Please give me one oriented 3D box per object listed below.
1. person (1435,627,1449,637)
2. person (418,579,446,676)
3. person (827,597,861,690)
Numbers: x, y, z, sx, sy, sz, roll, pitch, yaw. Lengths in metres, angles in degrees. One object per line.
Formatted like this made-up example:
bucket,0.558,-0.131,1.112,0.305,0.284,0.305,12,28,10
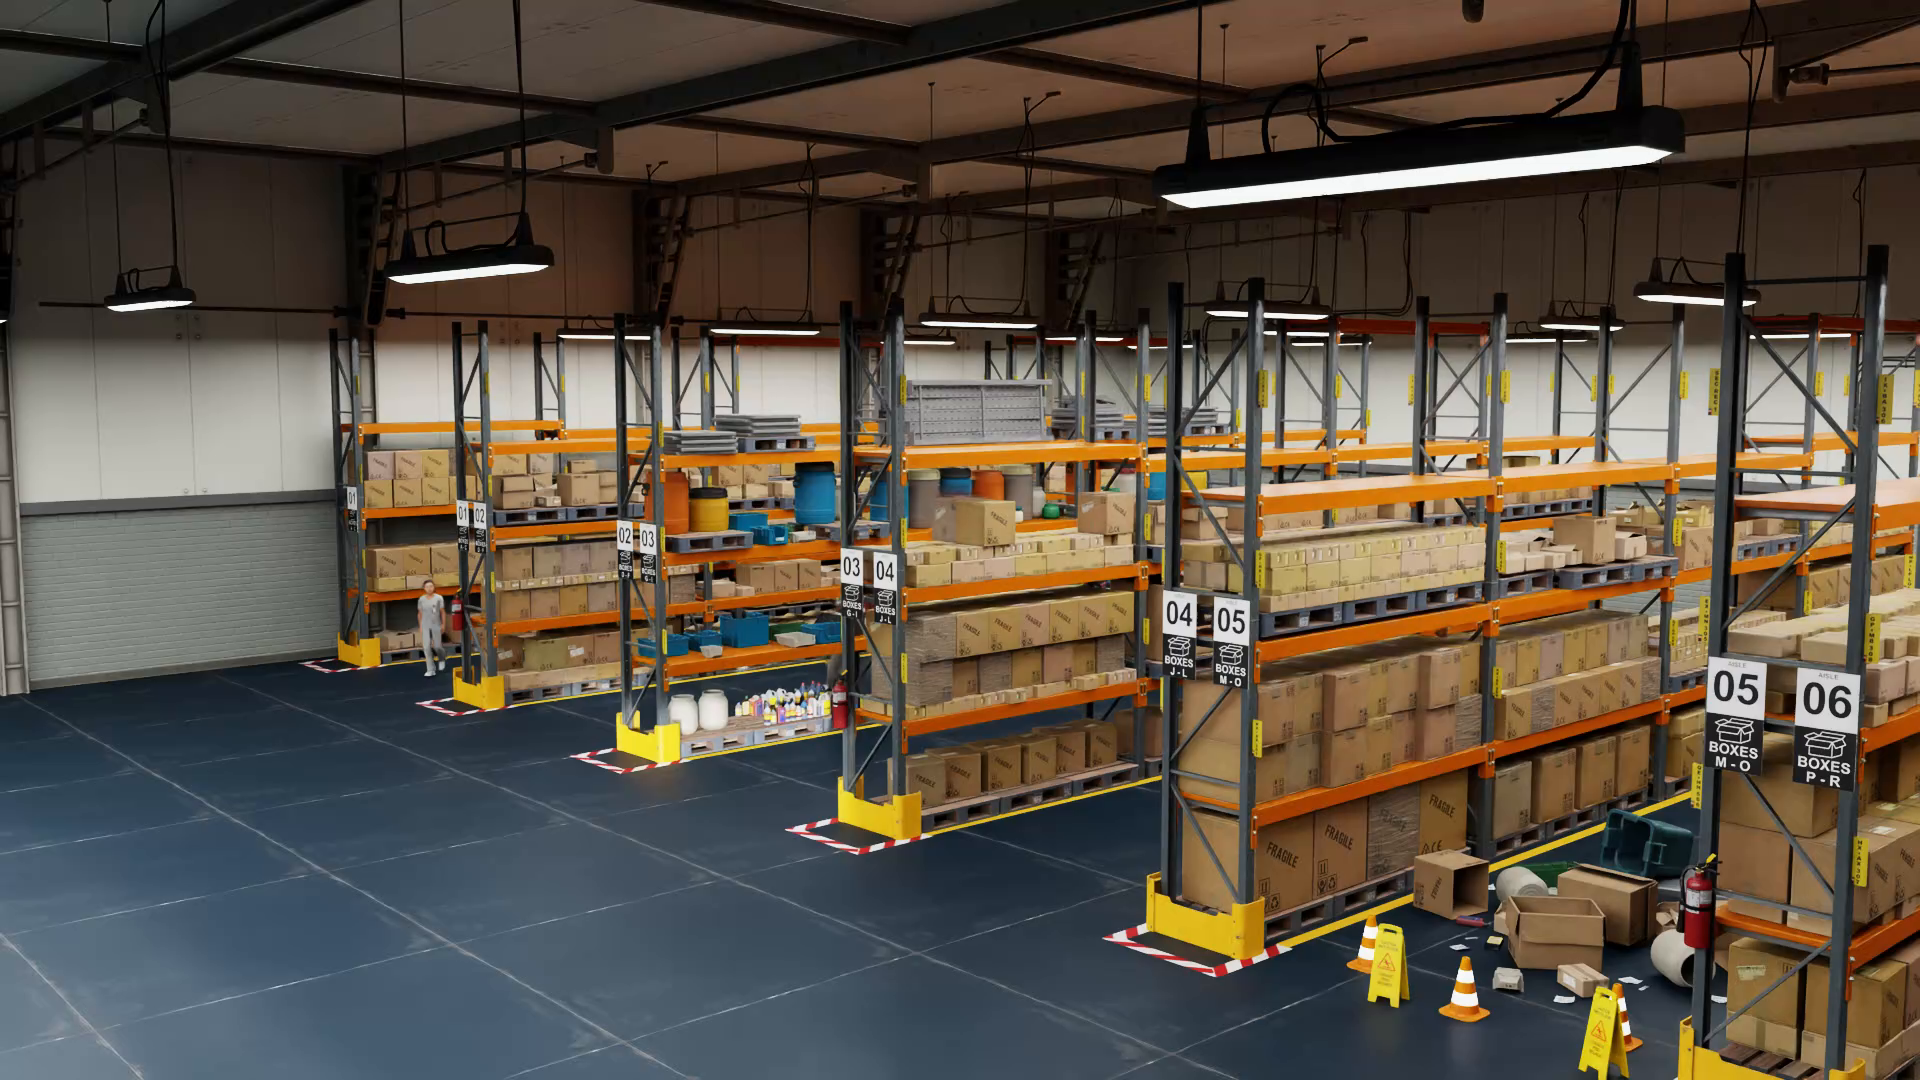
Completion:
person,6.767,1.964,23.563,0.601,1.697,1.092,5,8,44
person,-9.081,1.495,28.630,0.450,1.654,0.611,0,6,1
person,-1.939,1.726,26.631,0.763,1.675,0.521,-3,6,-25
